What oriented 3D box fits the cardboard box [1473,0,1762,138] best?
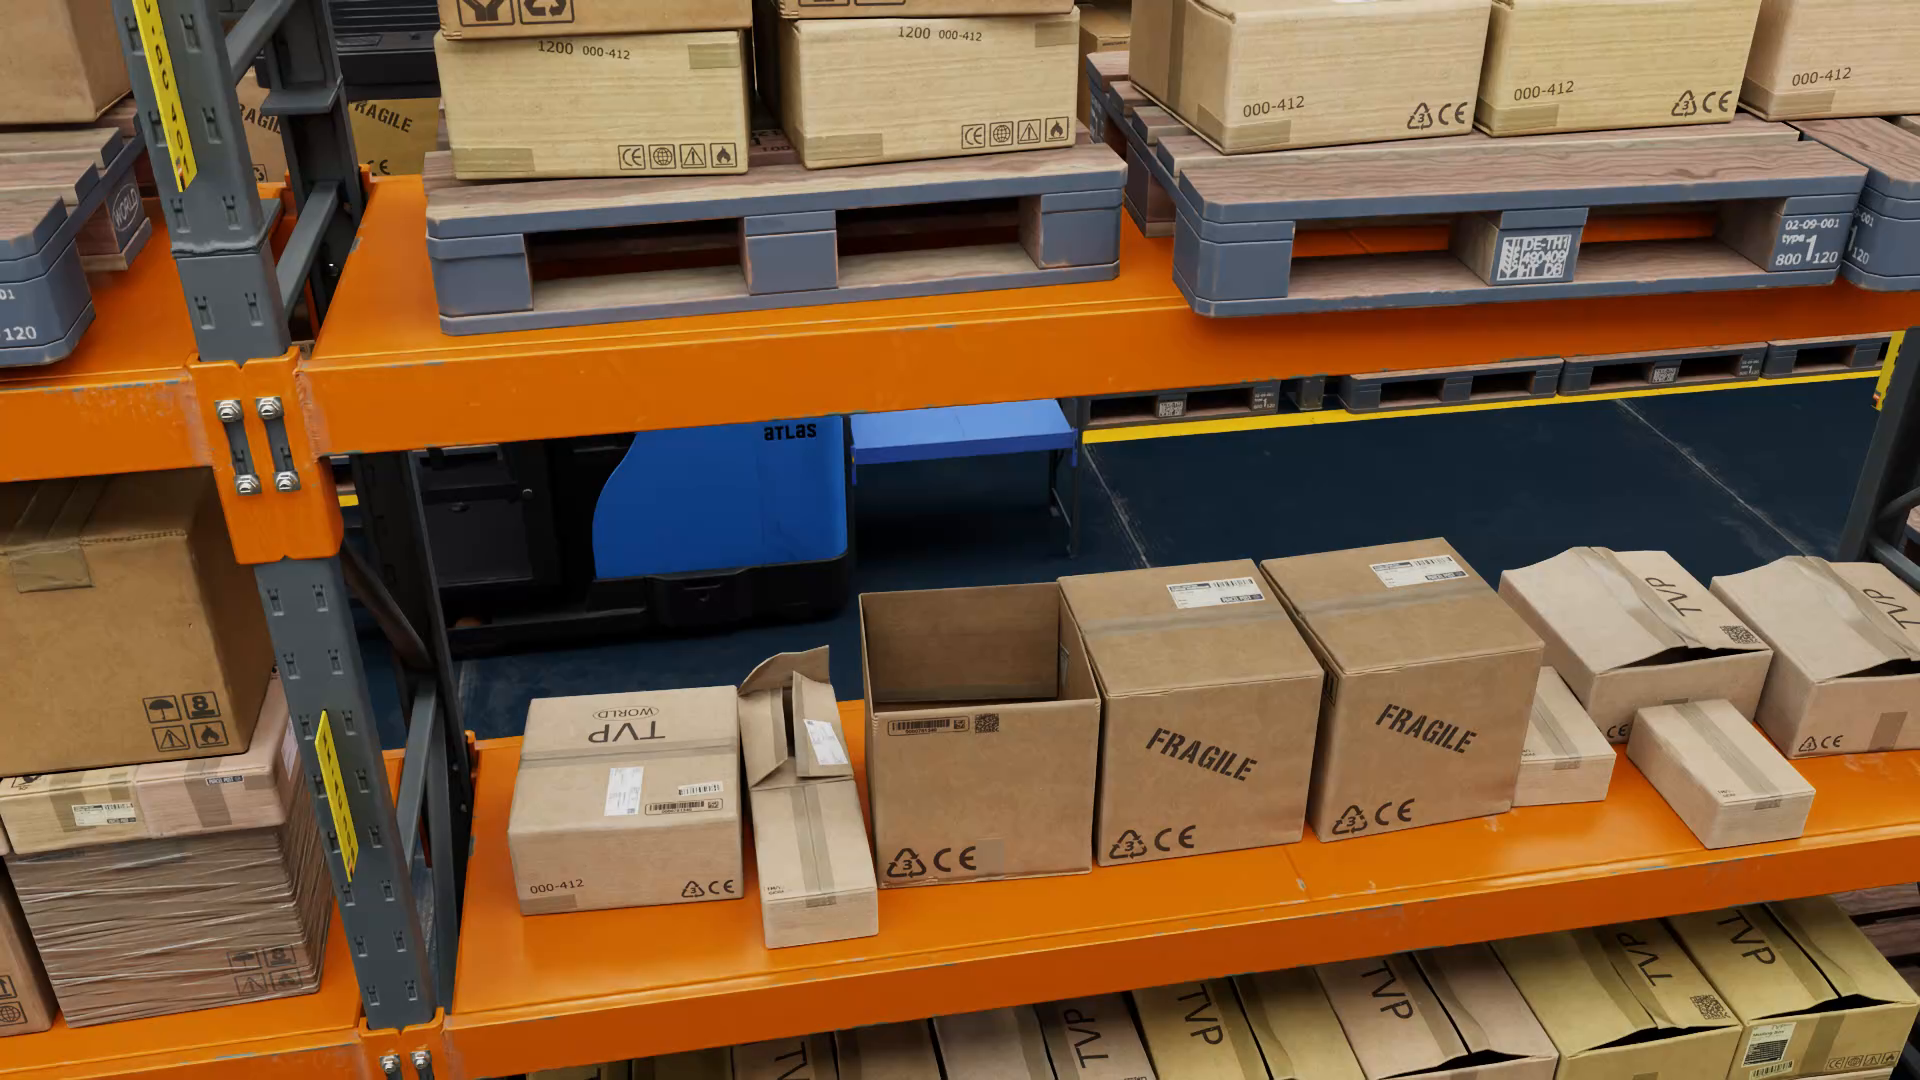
[{"bbox_3d":[1.177,-0.998,3.262,0.500,0.250,0.500,-6,31,-10],"label":"cardboard box"}]

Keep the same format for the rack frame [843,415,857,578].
[{"bbox_3d":[-0.520,-0.600,7.291,0.032,1.500,0.500,-5,31,-8],"label":"rack frame"}]

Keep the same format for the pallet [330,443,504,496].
[{"bbox_3d":[-2.795,-0.585,8.536,1.213,0.211,1.003,-5,31,-9],"label":"pallet"}]

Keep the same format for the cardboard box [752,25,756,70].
[{"bbox_3d":[-1.083,-2.175,7.958,0.500,0.500,0.700,-2,31,-4],"label":"cardboard box"}]

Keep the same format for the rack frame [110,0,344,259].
[{"bbox_3d":[-1.245,-1.982,2.243,0.127,3.000,1.000,-5,31,-9],"label":"rack frame"}]

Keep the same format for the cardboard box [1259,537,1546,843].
[{"bbox_3d":[1.042,0.357,4.085,0.500,0.500,0.500,-7,31,-12],"label":"cardboard box"}]

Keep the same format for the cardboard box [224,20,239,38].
[{"bbox_3d":[-3.150,-2.149,7.834,0.500,0.500,0.500,-5,31,-9],"label":"cardboard box"}]

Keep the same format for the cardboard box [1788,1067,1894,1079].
[{"bbox_3d":[2.216,1.412,4.687,0.500,0.250,0.500,-5,31,-8],"label":"cardboard box"}]

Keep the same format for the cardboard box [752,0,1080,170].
[{"bbox_3d":[-0.097,-0.909,3.110,0.500,0.250,0.500,-8,31,-14],"label":"cardboard box"}]

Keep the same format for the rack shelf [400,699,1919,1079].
[{"bbox_3d":[0.723,0.731,4.257,4.000,0.370,1.077,-5,31,-9],"label":"rack shelf"}]

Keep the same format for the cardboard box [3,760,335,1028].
[{"bbox_3d":[-1.680,0.604,3.664,0.500,0.500,0.700,-6,31,-10],"label":"cardboard box"}]

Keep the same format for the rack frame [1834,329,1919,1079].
[{"bbox_3d":[2.690,0.238,4.385,0.127,3.000,1.000,-5,31,-9],"label":"rack frame"}]

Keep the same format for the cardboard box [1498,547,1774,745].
[{"bbox_3d":[1.775,0.262,4.433,0.500,0.311,0.500,-6,31,-10],"label":"cardboard box"}]

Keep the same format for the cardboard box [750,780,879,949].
[{"bbox_3d":[-0.336,0.733,3.792,0.250,0.149,0.380,-5,31,-9],"label":"cardboard box"}]

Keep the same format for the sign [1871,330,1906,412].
[{"bbox_3d":[2.583,-0.496,4.570,0.005,0.325,0.100,-5,31,-9],"label":"sign"}]

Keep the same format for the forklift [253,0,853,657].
[{"bbox_3d":[-2.031,-1.050,6.644,3.031,2.935,1.130,-5,31,-8],"label":"forklift"}]

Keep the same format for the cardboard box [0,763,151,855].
[{"bbox_3d":[-1.717,0.434,3.314,0.250,0.149,0.380,-6,31,-10],"label":"cardboard box"}]

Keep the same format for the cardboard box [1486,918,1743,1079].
[{"bbox_3d":[1.709,1.222,4.457,0.500,0.311,0.500,-6,31,-10],"label":"cardboard box"}]

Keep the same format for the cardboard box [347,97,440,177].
[{"bbox_3d":[-2.550,-1.936,7.471,0.500,0.500,0.500,-5,31,-9],"label":"cardboard box"}]

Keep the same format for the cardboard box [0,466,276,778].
[{"bbox_3d":[-1.680,0.045,3.336,0.500,0.500,0.700,-5,31,-9],"label":"cardboard box"}]

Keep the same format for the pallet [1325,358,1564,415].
[{"bbox_3d":[2.583,-1.063,9.350,1.213,0.211,1.003,-5,31,-9],"label":"pallet"}]

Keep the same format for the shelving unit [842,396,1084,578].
[{"bbox_3d":[-0.019,-0.644,7.366,1.048,1.500,0.538,-5,31,-8],"label":"shelving unit"}]

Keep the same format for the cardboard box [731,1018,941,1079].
[{"bbox_3d":[-0.300,1.410,4.139,0.500,0.311,0.500,-6,31,-10],"label":"cardboard box"}]

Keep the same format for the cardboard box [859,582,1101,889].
[{"bbox_3d":[0.032,0.450,3.926,0.500,0.500,0.500,-3,31,-5],"label":"cardboard box"}]

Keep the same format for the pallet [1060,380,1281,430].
[{"bbox_3d":[1.025,-0.958,9.172,1.213,0.211,1.003,-5,31,-9],"label":"pallet"}]

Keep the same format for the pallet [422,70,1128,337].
[{"bbox_3d":[-0.379,-0.694,3.200,1.217,0.209,0.805,-7,31,-11],"label":"pallet"}]

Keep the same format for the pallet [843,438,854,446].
[{"bbox_3d":[-0.173,-0.849,8.985,1.213,0.211,1.003,-5,31,-9],"label":"pallet"}]

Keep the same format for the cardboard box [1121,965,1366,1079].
[{"bbox_3d":[0.719,1.312,4.305,0.500,0.311,0.500,-4,31,-8],"label":"cardboard box"}]

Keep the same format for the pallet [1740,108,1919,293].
[{"bbox_3d":[2.038,-0.867,3.491,1.003,0.211,1.213,-4,31,-7],"label":"pallet"}]

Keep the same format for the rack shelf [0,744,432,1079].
[{"bbox_3d":[-3.212,1.096,3.636,4.000,0.370,1.077,-5,31,-9],"label":"rack shelf"}]

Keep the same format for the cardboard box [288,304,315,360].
[{"bbox_3d":[-3.154,-0.863,8.291,0.500,0.500,0.500,-8,31,-13],"label":"cardboard box"}]

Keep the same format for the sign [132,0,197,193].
[{"bbox_3d":[-1.143,-0.670,2.382,0.005,0.325,0.100,-5,31,-9],"label":"sign"}]

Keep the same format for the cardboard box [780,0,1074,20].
[{"bbox_3d":[-0.075,-1.229,2.916,0.500,0.500,0.500,-2,31,-4],"label":"cardboard box"}]

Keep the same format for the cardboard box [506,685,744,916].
[{"bbox_3d":[-0.768,0.602,3.916,0.500,0.250,0.500,-3,31,-6],"label":"cardboard box"}]
